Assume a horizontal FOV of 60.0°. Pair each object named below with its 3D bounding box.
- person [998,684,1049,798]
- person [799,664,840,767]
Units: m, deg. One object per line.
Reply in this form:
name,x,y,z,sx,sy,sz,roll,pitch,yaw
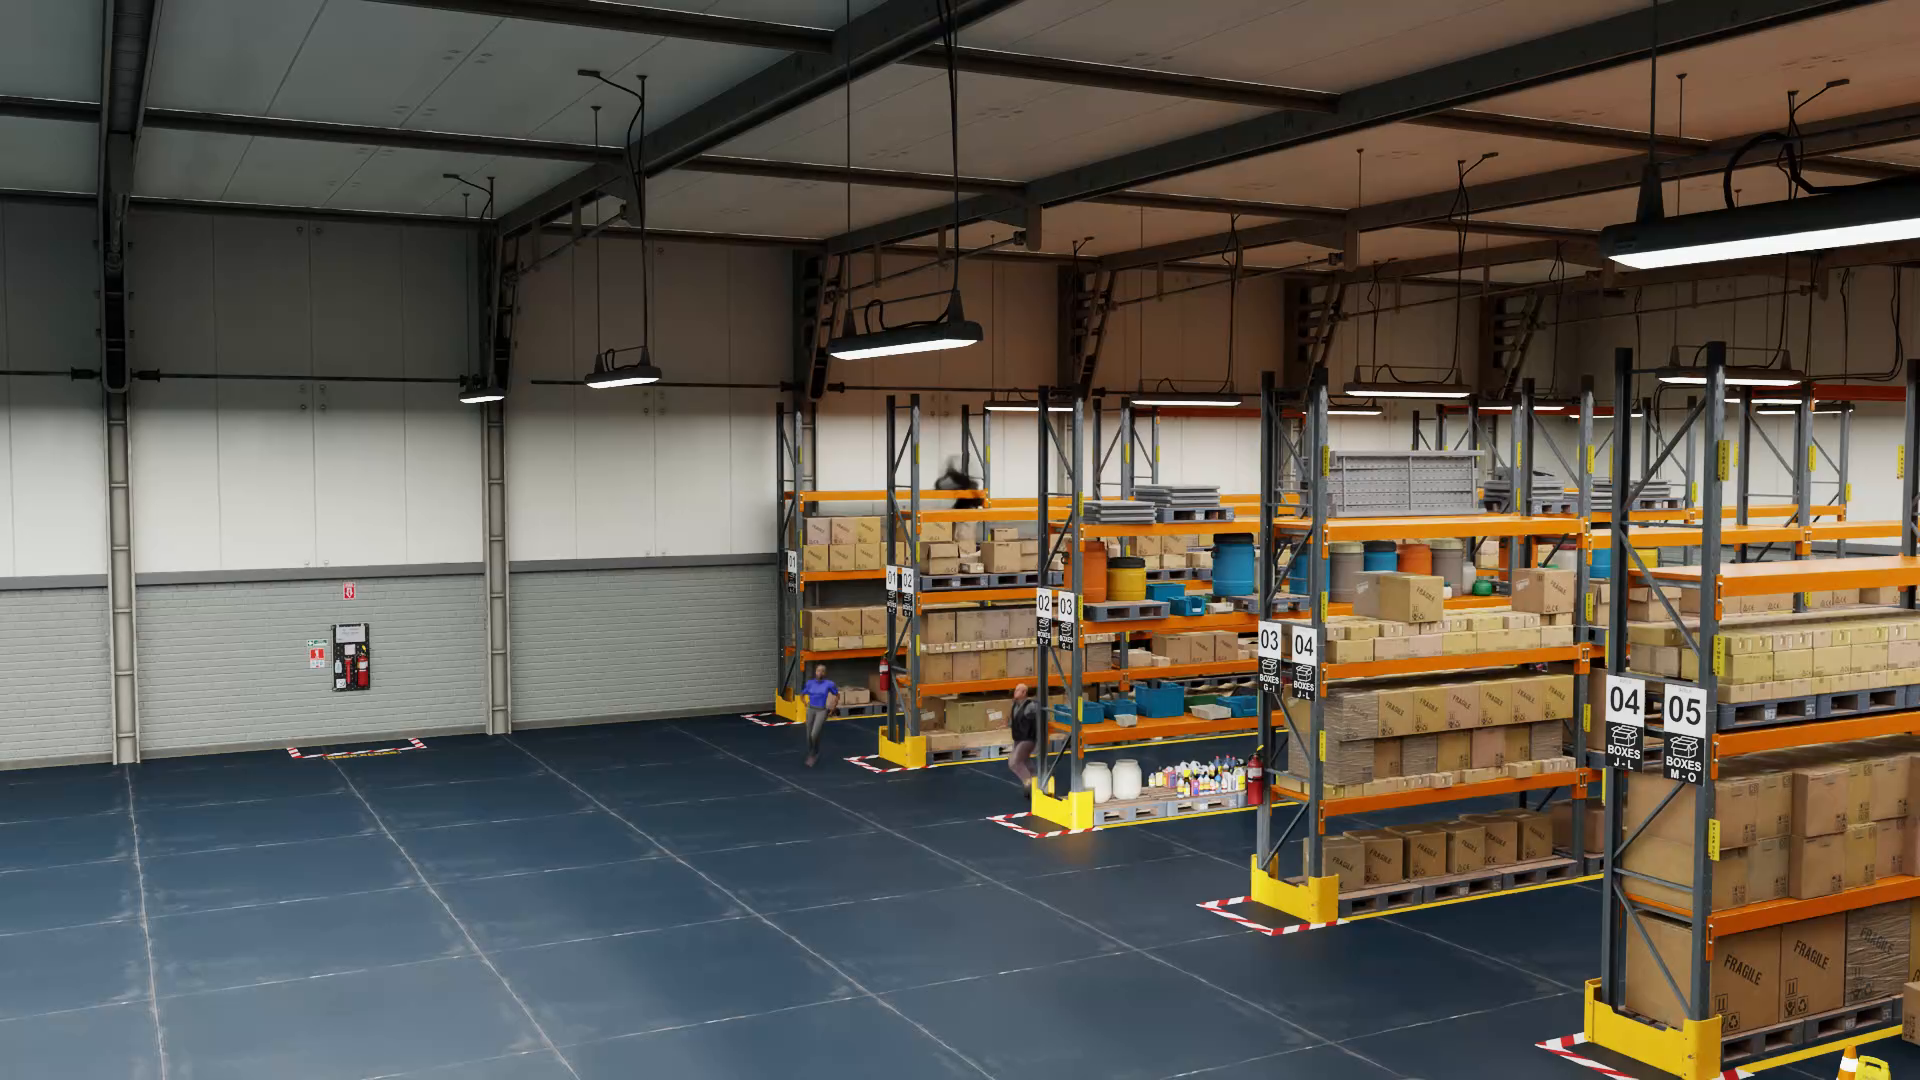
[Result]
person,0.930,2.939,24.332,0.740,1.674,0.661,-2,4,-28
person,-2.290,2.876,26.862,0.629,1.567,0.645,1,3,13
